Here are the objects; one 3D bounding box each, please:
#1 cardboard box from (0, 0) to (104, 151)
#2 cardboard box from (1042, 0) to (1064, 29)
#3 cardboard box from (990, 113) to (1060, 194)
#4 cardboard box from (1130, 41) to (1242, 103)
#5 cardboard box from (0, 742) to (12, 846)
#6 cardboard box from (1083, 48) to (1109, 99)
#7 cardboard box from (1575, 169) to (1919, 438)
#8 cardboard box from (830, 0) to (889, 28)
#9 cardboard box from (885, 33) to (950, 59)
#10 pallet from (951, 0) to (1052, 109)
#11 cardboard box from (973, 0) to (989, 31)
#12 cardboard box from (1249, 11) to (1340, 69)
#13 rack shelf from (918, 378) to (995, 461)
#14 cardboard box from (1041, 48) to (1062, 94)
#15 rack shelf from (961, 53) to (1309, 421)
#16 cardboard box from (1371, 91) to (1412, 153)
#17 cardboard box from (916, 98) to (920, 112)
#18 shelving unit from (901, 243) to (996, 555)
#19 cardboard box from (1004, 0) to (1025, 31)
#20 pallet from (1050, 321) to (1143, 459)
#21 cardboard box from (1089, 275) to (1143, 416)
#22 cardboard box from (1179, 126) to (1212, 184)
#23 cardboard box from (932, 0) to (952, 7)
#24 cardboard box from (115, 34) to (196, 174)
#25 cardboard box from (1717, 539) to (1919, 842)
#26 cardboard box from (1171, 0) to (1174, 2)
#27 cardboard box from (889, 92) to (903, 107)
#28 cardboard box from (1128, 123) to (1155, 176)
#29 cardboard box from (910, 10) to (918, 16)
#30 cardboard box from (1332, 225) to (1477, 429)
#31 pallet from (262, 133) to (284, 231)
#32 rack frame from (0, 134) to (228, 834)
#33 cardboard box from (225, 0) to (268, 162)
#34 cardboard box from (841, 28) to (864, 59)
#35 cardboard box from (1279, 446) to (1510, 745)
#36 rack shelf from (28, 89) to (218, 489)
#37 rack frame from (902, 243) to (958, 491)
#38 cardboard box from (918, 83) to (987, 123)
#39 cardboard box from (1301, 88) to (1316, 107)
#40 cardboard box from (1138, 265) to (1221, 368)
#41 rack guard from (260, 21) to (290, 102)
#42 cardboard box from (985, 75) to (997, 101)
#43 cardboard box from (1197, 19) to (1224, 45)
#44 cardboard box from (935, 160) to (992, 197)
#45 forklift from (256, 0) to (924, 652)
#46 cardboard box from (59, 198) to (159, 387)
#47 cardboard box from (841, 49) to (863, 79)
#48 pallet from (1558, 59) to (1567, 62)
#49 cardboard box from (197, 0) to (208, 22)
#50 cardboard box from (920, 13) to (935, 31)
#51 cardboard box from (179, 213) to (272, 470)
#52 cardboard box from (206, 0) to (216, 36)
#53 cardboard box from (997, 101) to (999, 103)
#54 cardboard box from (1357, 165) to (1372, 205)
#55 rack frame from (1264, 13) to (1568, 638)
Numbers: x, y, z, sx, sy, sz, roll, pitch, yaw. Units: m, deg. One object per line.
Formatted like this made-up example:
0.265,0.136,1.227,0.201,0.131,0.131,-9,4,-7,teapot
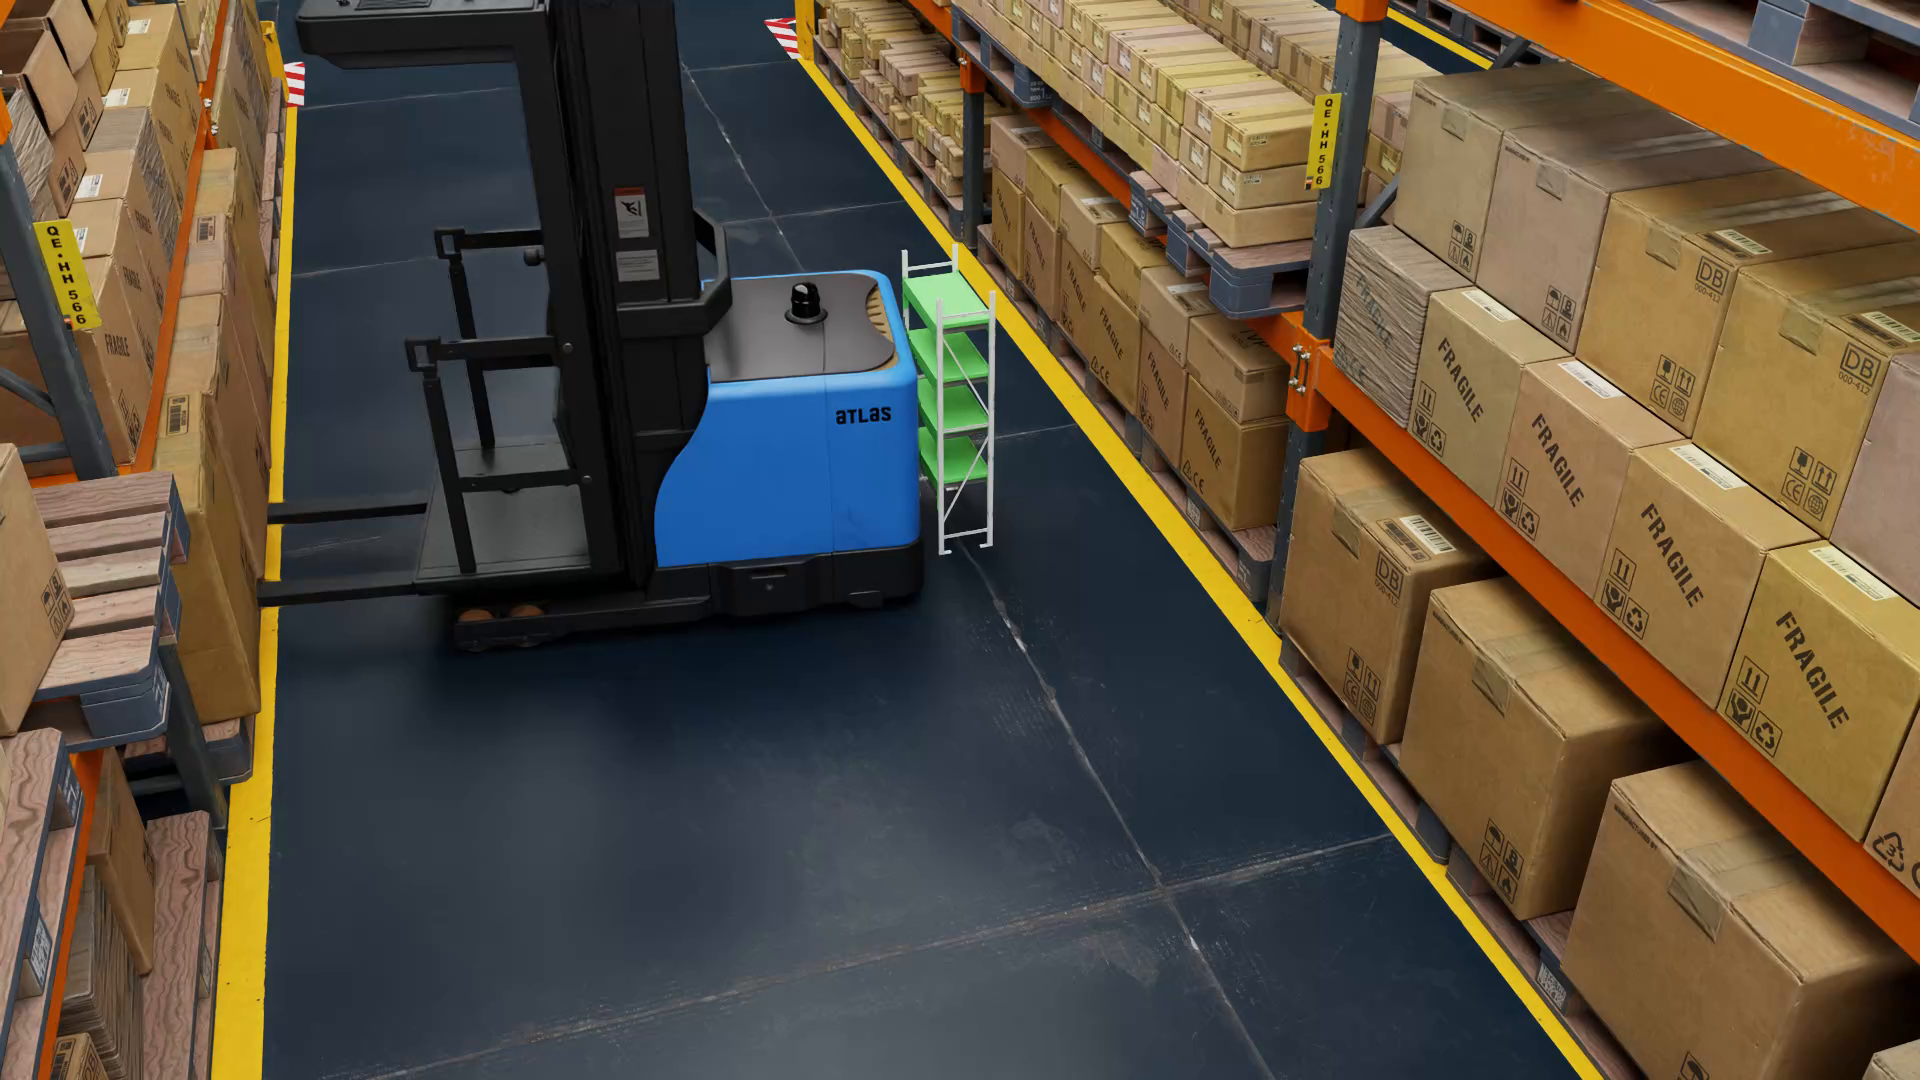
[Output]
-3.638,-1.736,6.156,0.797,0.503,0.637,-9,34,-13,cardboard box
0.589,-2.433,7.518,0.380,0.149,0.250,-9,34,-13,cardboard box
0.485,-2.090,8.898,0.500,0.250,0.500,-12,35,-17,cardboard box
0.906,-1.885,6.689,0.380,0.149,0.250,-9,35,-13,cardboard box
-2.257,0.515,3.491,0.396,0.266,0.258,-11,35,-16,cardboard box
0.752,-2.031,7.180,0.380,0.149,0.250,-9,35,-14,cardboard box
2.173,-0.664,4.537,0.700,0.500,0.500,-11,35,-15,cardboard box
-0.719,-3.801,11.946,0.380,0.149,0.250,-10,35,-15,cardboard box
-0.284,-3.276,11.152,0.380,0.149,0.250,-10,35,-15,cardboard box
0.606,-2.571,8.595,1.003,0.211,1.213,-10,35,-15,pallet
0.284,-2.719,8.491,0.380,0.149,0.250,-9,35,-14,cardboard box
1.455,-2.122,7.048,0.380,0.149,0.250,-8,34,-13,cardboard box
-0.050,-0.534,7.086,0.258,0.148,0.480,-10,35,-15,rack shelf
0.597,-2.179,7.673,0.380,0.149,0.250,-11,35,-16,cardboard box
1.121,-1.727,7.795,1.077,0.370,4.000,-10,35,-15,rack shelf
1.774,-1.573,6.217,0.380,0.149,0.250,-10,35,-15,cardboard box
-0.064,-2.725,10.588,0.380,0.149,0.250,-10,35,-14,cardboard box
-0.050,-0.587,7.051,0.258,1.200,0.503,-10,35,-15,shelving unit
0.433,-2.580,8.011,0.380,0.149,0.250,-11,35,-17,cardboard box
1.126,-0.864,8.365,1.003,0.211,1.213,-10,35,-15,pallet
0.950,-0.959,7.867,0.500,0.500,0.500,-12,35,-17,cardboard box
1.064,-1.494,6.368,0.380,0.149,0.250,-9,34,-13,cardboard box
0.019,-3.200,9.600,0.380,0.149,0.250,-11,35,-16,cardboard box
-3.696,-1.877,7.279,0.500,0.500,0.500,-9,34,-13,cardboard box
2.229,0.322,3.952,0.500,0.500,0.500,-10,35,-14,cardboard box
1.131,-2.673,7.882,0.380,0.149,0.250,-11,35,-16,cardboard box
-0.264,-2.903,11.128,0.380,0.149,0.250,-9,35,-14,cardboard box
0.918,-1.626,6.837,0.380,0.149,0.250,-10,35,-15,cardboard box
-0.248,-3.912,12.384,0.380,0.149,0.250,-11,35,-16,cardboard box
1.611,-0.738,5.555,0.500,0.500,0.500,-10,35,-14,cardboard box
-4.776,-2.187,10.368,1.003,0.211,1.213,-10,35,-15,pallet
-3.023,-0.196,4.826,1.000,3.000,0.127,-10,35,-15,rack frame
-4.914,-2.885,10.441,0.875,0.875,0.875,-10,35,-15,cardboard box
-0.630,-3.549,11.835,0.380,0.149,0.250,-9,34,-13,cardboard box
1.832,0.121,6.006,1.050,0.750,0.750,-10,35,-15,cardboard box
-3.633,-0.946,6.613,1.077,0.370,4.000,-10,35,-15,rack shelf
-0.125,-0.716,7.245,0.240,1.200,0.015,-10,35,-15,rack frame
-0.044,-2.711,10.297,0.380,0.149,0.250,-10,35,-15,cardboard box
1.606,-1.741,6.741,0.380,0.149,0.250,-11,35,-16,cardboard box
1.109,-1.001,7.250,0.500,0.250,0.500,-10,35,-14,cardboard box
-5.471,-3.366,11.890,1.175,0.500,0.348,-10,35,-15,rack guard
0.351,-2.939,10.642,0.380,0.149,0.250,-11,35,-16,cardboard box
1.295,-2.276,7.551,0.380,0.149,0.250,-9,34,-13,cardboard box
0.067,-2.212,10.081,0.380,0.149,0.250,-10,35,-14,cardboard box
-1.712,-1.095,6.248,3.031,2.935,1.130,-5,34,-8,forklift
-3.072,-0.809,5.663,0.500,0.500,0.500,-11,35,-16,cardboard box
-0.640,-3.429,11.923,0.380,0.149,0.250,-10,35,-14,cardboard box
5.037,-3.212,11.919,1.003,0.211,1.213,-10,35,-15,pallet
-4.284,-2.910,8.800,0.500,0.250,0.500,-10,35,-15,cardboard box
-0.065,-3.773,11.905,0.380,0.149,0.250,-11,35,-17,cardboard box
-3.755,-0.783,7.261,1.225,0.875,0.875,-11,35,-16,cardboard box
-4.259,-2.816,9.019,0.380,0.149,0.250,-11,35,-16,cardboard box
0.355,-2.813,10.721,0.380,0.149,0.250,-12,35,-17,cardboard box
1.706,-1.457,6.581,0.380,0.149,0.250,-8,34,-12,cardboard box
1.731,-0.977,6.008,1.000,3.000,0.127,-10,35,-15,rack frame
